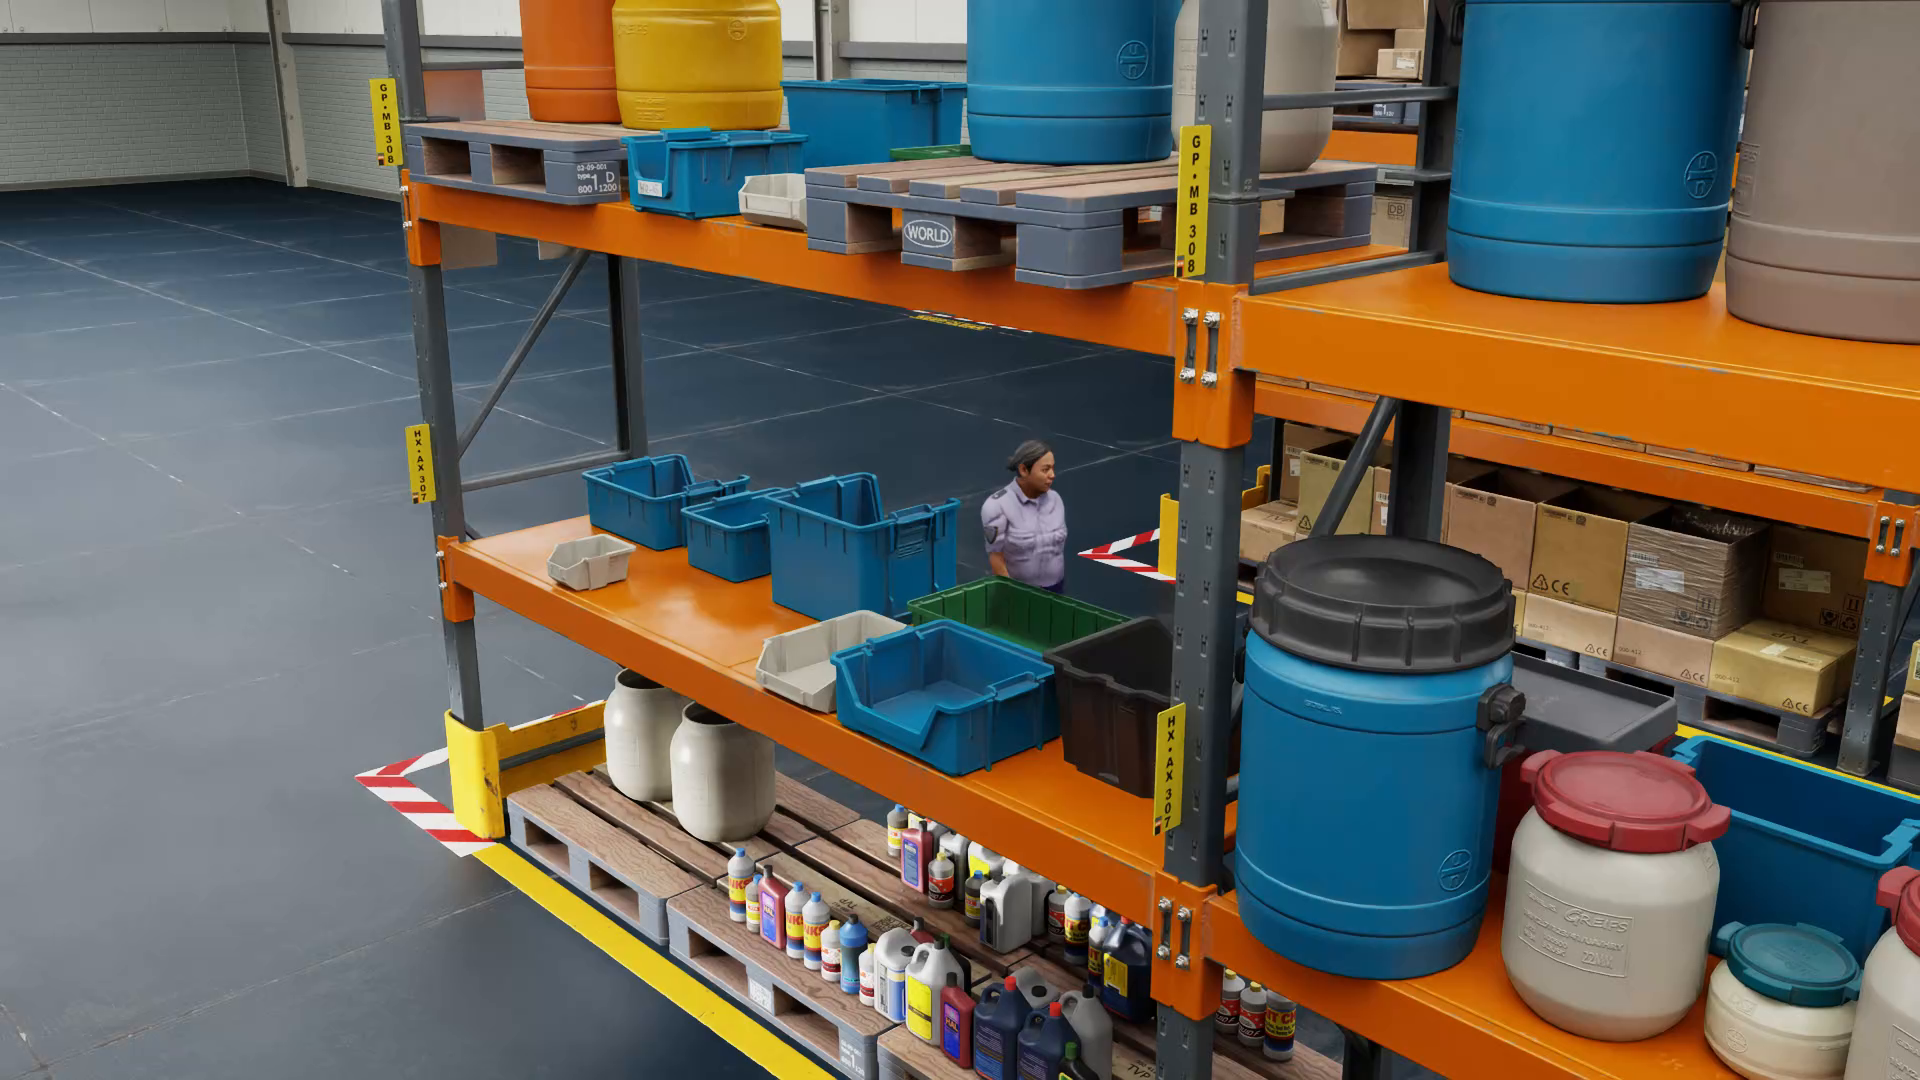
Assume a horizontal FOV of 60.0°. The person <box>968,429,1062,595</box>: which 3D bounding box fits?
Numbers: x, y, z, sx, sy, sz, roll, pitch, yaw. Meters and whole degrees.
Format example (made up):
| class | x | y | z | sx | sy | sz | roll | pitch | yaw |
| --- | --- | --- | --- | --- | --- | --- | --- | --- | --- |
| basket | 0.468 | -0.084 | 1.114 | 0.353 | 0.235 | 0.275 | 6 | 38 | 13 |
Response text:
| class | x | y | z | sx | sy | sz | roll | pitch | yaw |
| --- | --- | --- | --- | --- | --- | --- | --- | --- | --- |
| person | 0.275 | 0.290 | 7.673 | 0.520 | 1.661 | 0.521 | -13 | 22 | -36 |
